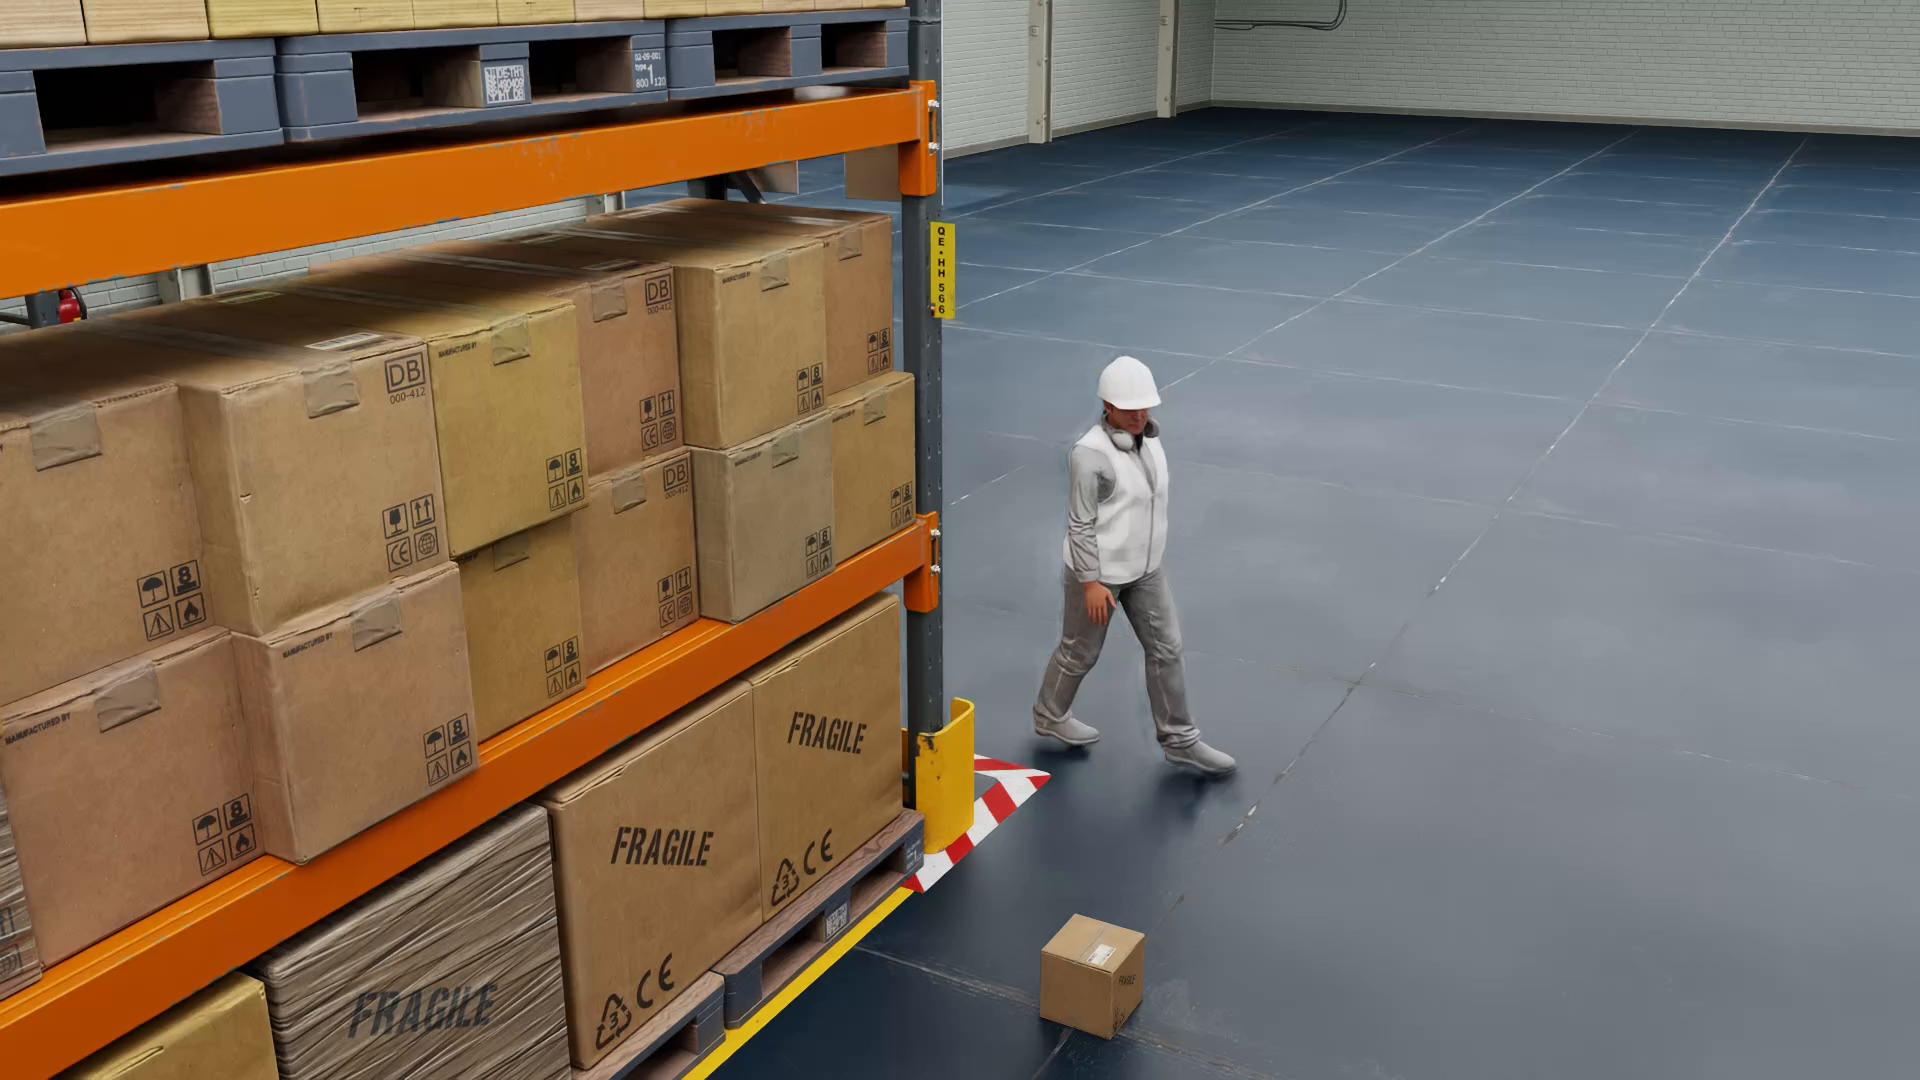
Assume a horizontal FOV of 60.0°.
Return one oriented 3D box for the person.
[{"bbox_3d":[0.661,0.100,6.731,0.860,1.739,0.613,18,26,41],"label":"person"}]
